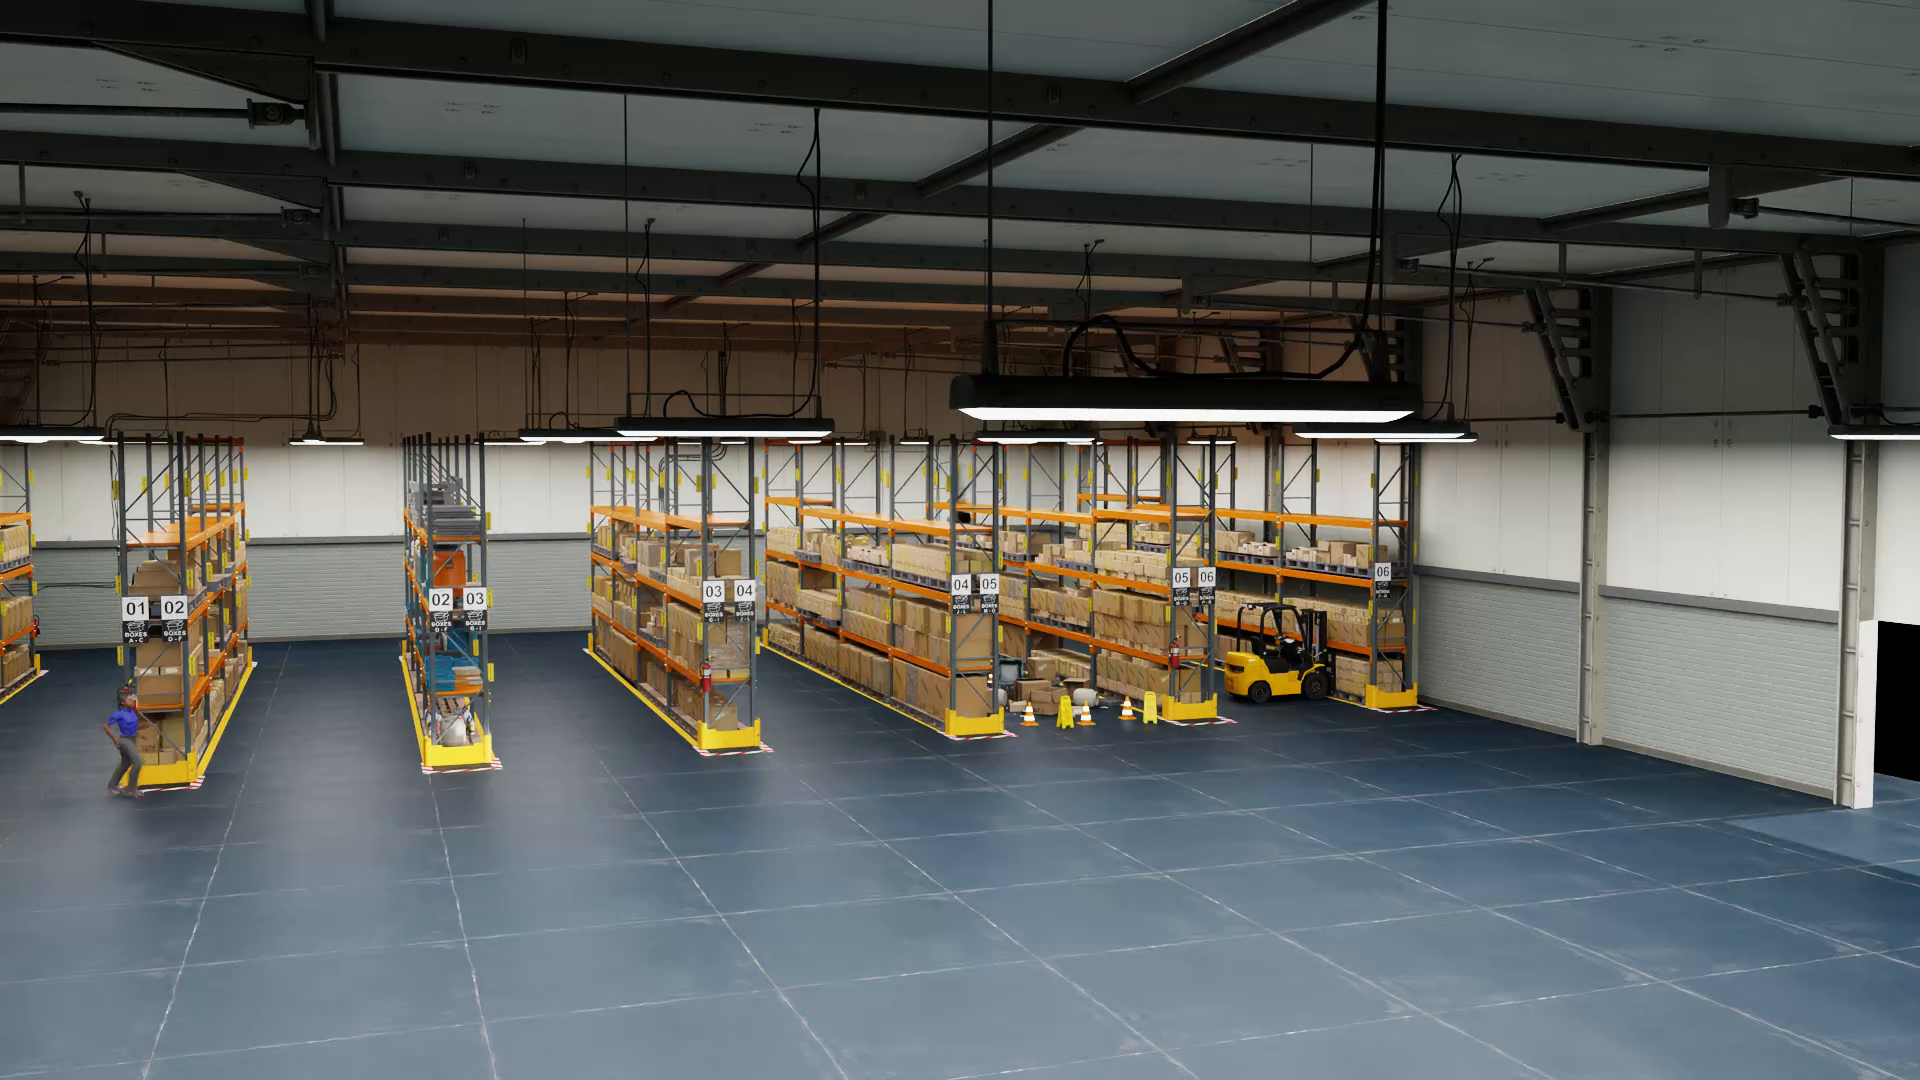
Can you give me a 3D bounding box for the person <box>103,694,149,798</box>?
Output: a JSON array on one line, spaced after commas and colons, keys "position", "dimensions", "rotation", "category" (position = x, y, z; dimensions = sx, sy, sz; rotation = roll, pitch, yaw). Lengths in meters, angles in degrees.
[{"position": [-13.668, 3.386, 27.305], "dimensions": [0.733, 1.716, 0.545], "rotation": [0, 3, -3], "category": "person"}]
